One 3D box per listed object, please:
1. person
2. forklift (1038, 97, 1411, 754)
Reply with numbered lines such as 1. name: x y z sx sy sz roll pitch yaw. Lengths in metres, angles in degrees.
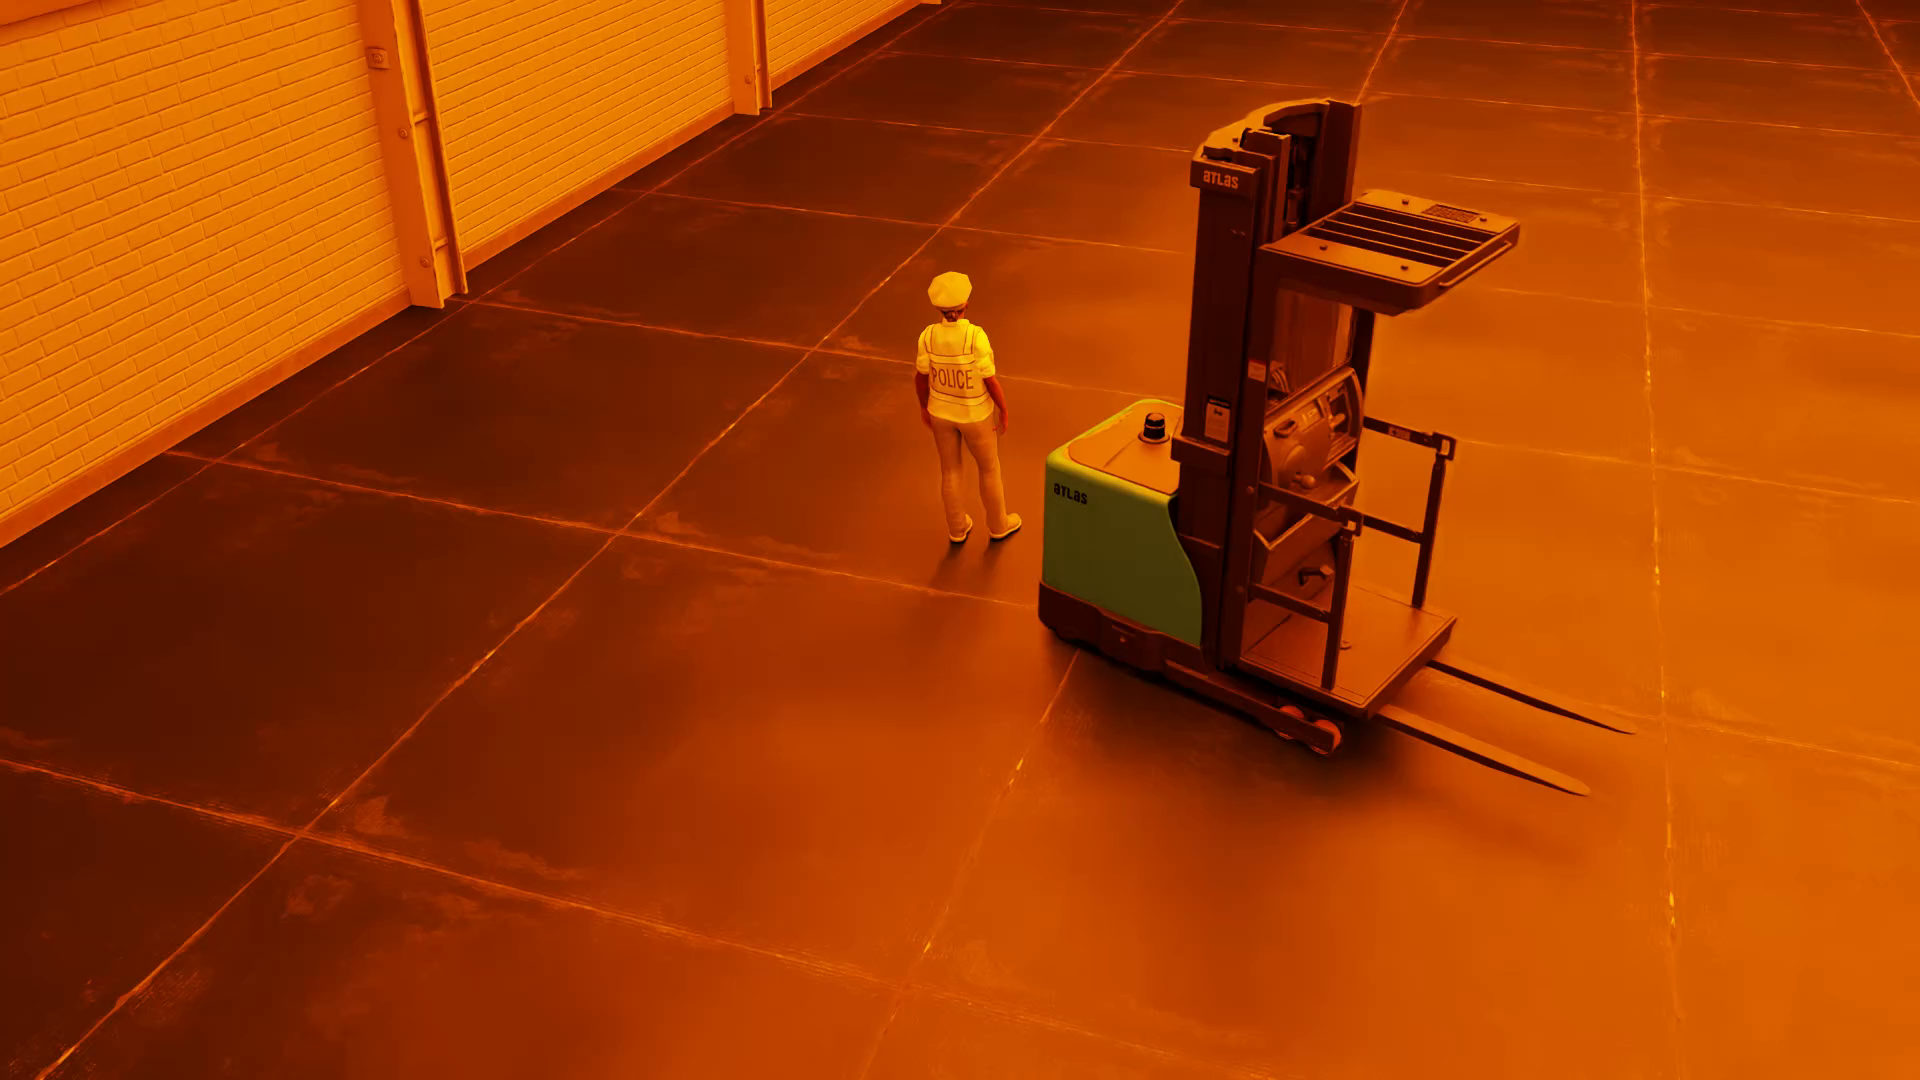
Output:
1. person: 0.013 -0.772 9.659 0.510 1.628 0.394 10 31 16
2. forklift: 1.896 -0.511 8.034 3.031 2.935 1.130 22 36 33
